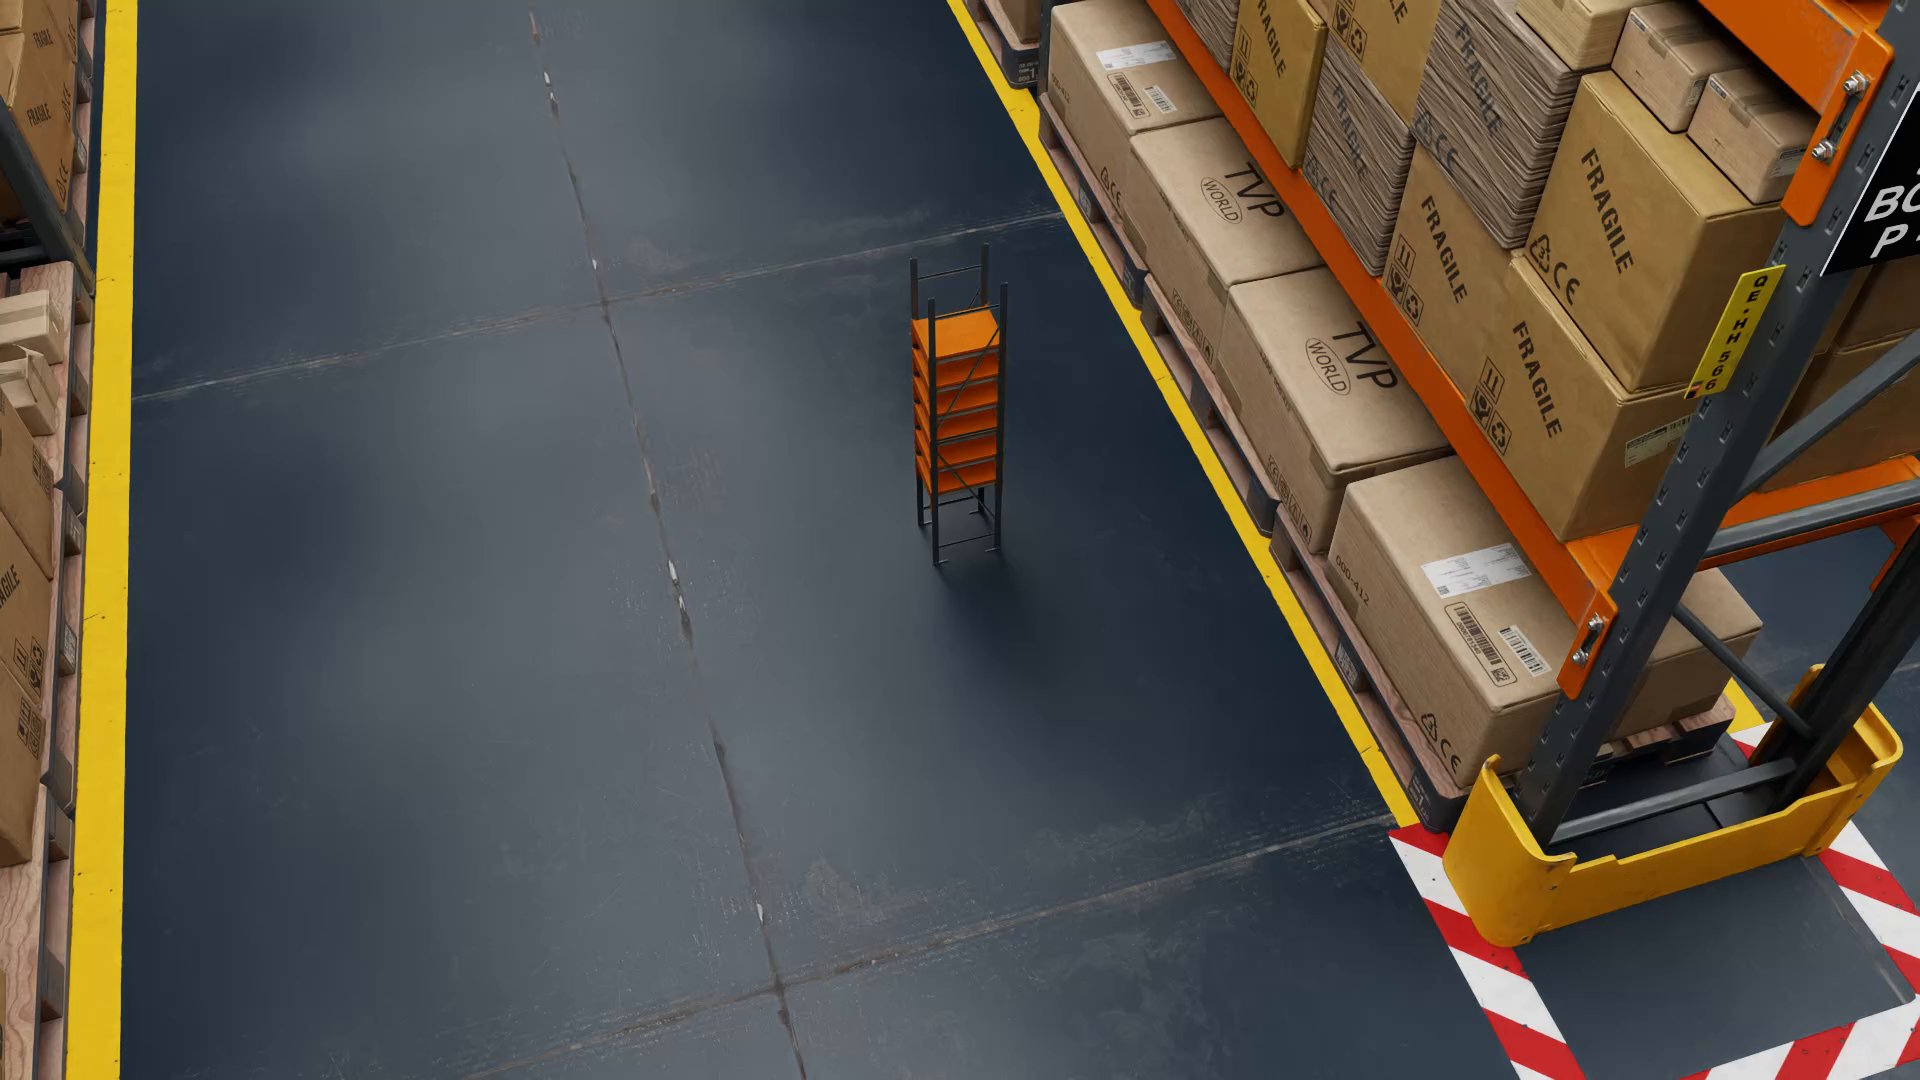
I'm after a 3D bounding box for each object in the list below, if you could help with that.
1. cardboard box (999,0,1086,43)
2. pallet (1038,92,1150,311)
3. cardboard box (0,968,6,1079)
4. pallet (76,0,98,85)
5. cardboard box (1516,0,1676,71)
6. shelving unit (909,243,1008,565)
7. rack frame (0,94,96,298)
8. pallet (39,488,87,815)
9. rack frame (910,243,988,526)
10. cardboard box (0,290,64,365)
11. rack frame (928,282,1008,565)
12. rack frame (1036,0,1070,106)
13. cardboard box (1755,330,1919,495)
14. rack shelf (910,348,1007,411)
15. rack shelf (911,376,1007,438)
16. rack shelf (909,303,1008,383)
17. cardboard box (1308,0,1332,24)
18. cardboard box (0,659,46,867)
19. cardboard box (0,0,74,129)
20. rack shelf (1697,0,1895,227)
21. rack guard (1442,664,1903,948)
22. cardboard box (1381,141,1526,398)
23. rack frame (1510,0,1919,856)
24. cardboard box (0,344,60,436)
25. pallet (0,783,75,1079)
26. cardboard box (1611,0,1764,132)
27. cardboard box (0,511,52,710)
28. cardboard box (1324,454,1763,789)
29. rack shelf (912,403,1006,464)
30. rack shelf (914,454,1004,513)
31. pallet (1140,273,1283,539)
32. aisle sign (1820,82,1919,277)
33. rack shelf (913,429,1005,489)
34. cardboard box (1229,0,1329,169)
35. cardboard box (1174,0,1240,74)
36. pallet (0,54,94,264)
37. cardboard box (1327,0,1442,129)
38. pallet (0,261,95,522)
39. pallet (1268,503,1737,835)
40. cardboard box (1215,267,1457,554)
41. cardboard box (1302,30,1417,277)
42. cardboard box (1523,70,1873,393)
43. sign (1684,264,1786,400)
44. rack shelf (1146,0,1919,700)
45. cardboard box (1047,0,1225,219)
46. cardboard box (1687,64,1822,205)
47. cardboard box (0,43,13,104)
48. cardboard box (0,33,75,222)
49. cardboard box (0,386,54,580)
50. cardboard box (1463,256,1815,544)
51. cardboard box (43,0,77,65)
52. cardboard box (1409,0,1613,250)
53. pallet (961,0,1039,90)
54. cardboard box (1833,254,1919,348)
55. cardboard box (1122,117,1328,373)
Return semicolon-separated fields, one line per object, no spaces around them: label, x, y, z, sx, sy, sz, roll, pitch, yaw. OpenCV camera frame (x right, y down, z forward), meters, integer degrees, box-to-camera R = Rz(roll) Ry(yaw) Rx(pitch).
cardboard box;0.575;-2.867;7.320;0.875;0.875;0.875;-12;51;-10
pallet;0.985;-1.510;6.885;1.003;0.211;1.213;-13;51;-11
cardboard box;-2.813;1.266;4.079;0.797;0.503;0.637;-15;52;-12
pallet;-4.547;-2.436;7.665;1.003;0.211;1.213;-13;51;-11
cardboard box;1.466;-1.190;3.648;0.380;0.149;0.250;-14;51;-11
shelving unit;-0.004;-0.397;5.300;0.258;1.200;0.189;-13;51;-11
rack frame;-3.906;-1.856;5.353;1.000;3.000;0.127;-13;51;-11
pallet;-3.339;0.437;5.244;1.003;0.211;1.213;-13;51;-11
rack frame;-0.031;-0.464;5.357;0.240;1.200;0.006;-13;51;-11
cardboard box;-3.460;-0.732;5.996;0.380;0.149;0.250;-15;51;-12
rack frame;0.023;-0.330;5.244;0.240;1.200;0.006;-13;51;-11
rack frame;0.835;-2.982;6.302;1.000;3.000;0.127;-13;51;-11
cardboard box;2.150;-0.508;4.151;0.500;0.500;0.500;-14;51;-11
rack shelf;-0.004;-0.523;5.151;0.258;0.103;0.180;-13;51;-11
rack shelf;-0.004;-0.446;5.242;0.258;0.103;0.180;-13;51;-11
rack shelf;-0.004;-0.601;5.059;0.258;0.103;0.180;-13;51;-11
cardboard box;1.175;-1.818;4.601;0.500;0.500;0.500;-14;51;-11
cardboard box;-3.029;0.634;4.614;0.700;0.500;0.500;-11;51;-9
cardboard box;-4.001;-1.977;6.815;0.500;0.500;0.500;-14;51;-11
rack shelf;1.426;-2.256;4.198;1.077;0.370;4.000;-13;51;-11
rack guard;2.025;0.763;4.780;1.175;0.500;0.348;-13;51;-11
cardboard box;1.488;-0.755;4.359;0.500;0.500;0.500;-14;51;-12
rack frame;2.018;-0.060;3.839;1.000;3.000;0.127;-13;51;-11
cardboard box;-3.355;-0.509;5.731;0.396;0.266;0.258;-12;51;-10
pallet;-2.982;1.326;4.494;1.003;0.211;1.213;-13;51;-11
cardboard box;1.622;-1.020;3.505;0.380;0.149;0.250;-12;51;-10
cardboard box;-3.090;0.225;4.958;0.500;0.500;0.500;-12;51;-10
cardboard box;1.727;0.171;5.045;0.875;0.438;0.875;-15;51;-12
rack shelf;-0.004;-0.369;5.334;0.258;0.103;0.180;-13;51;-11
rack shelf;-0.004;-0.214;5.518;0.258;0.103;0.180;-13;51;-11
pallet;1.349;-0.617;6.132;1.003;0.211;1.213;-13;51;-11
aisle sign;1.743;-0.775;2.741;0.394;0.787;0.004;-13;51;-11
rack shelf;-0.004;-0.291;5.426;0.258;0.103;0.180;-13;51;-11
cardboard box;1.162;-1.502;4.989;0.500;0.500;0.500;-12;51;-10
cardboard box;1.009;-1.879;5.306;0.500;0.500;0.500;-13;51;-11
pallet;-4.182;-1.543;6.913;1.003;0.211;1.213;-13;51;-11
cardboard box;1.322;-1.450;4.291;0.500;0.500;0.500;-14;51;-11
pallet;-3.704;-0.456;5.996;1.003;0.211;1.213;-13;51;-11
pallet;1.707;0.272;5.382;1.003;0.211;1.213;-13;51;-11
cardboard box;1.448;-0.496;5.607;0.875;0.438;0.875;-12;51;-10
cardboard box;1.327;-1.128;4.674;0.500;0.500;0.500;-12;51;-10
cardboard box;1.648;-0.713;3.670;0.500;0.500;0.500;-12;51;-10
sign;1.495;-0.397;3.211;0.100;0.325;0.005;-13;51;-11
rack shelf;1.426;-1.289;5.345;1.077;0.370;4.000;-13;51;-11
cardboard box;0.918;-1.808;6.714;0.875;0.438;0.875;-14;51;-12
cardboard box;1.720;-0.840;3.353;0.380;0.149;0.250;-13;51;-10
cardboard box;-3.758;-1.717;6.172;0.380;0.149;0.250;-11;51;-9
cardboard box;-3.834;-1.590;6.489;0.500;0.500;0.500;-11;51;-9
cardboard box;-3.336;-0.124;5.253;0.700;0.500;0.500;-15;52;-12
cardboard box;1.622;-0.385;4.047;0.500;0.500;0.500;-13;51;-11
cardboard box;-4.144;-2.343;7.123;0.500;0.500;0.500;-15;51;-12
cardboard box;1.465;-1.088;3.986;0.500;0.500;0.500;-13;51;-11
pallet;0.535;-2.629;7.828;1.003;0.211;1.213;-13;51;-11
cardboard box;2.148;-0.830;3.768;0.500;0.500;0.500;-14;51;-12
cardboard box;1.183;-1.154;6.162;0.875;0.438;0.875;-15;51;-12
